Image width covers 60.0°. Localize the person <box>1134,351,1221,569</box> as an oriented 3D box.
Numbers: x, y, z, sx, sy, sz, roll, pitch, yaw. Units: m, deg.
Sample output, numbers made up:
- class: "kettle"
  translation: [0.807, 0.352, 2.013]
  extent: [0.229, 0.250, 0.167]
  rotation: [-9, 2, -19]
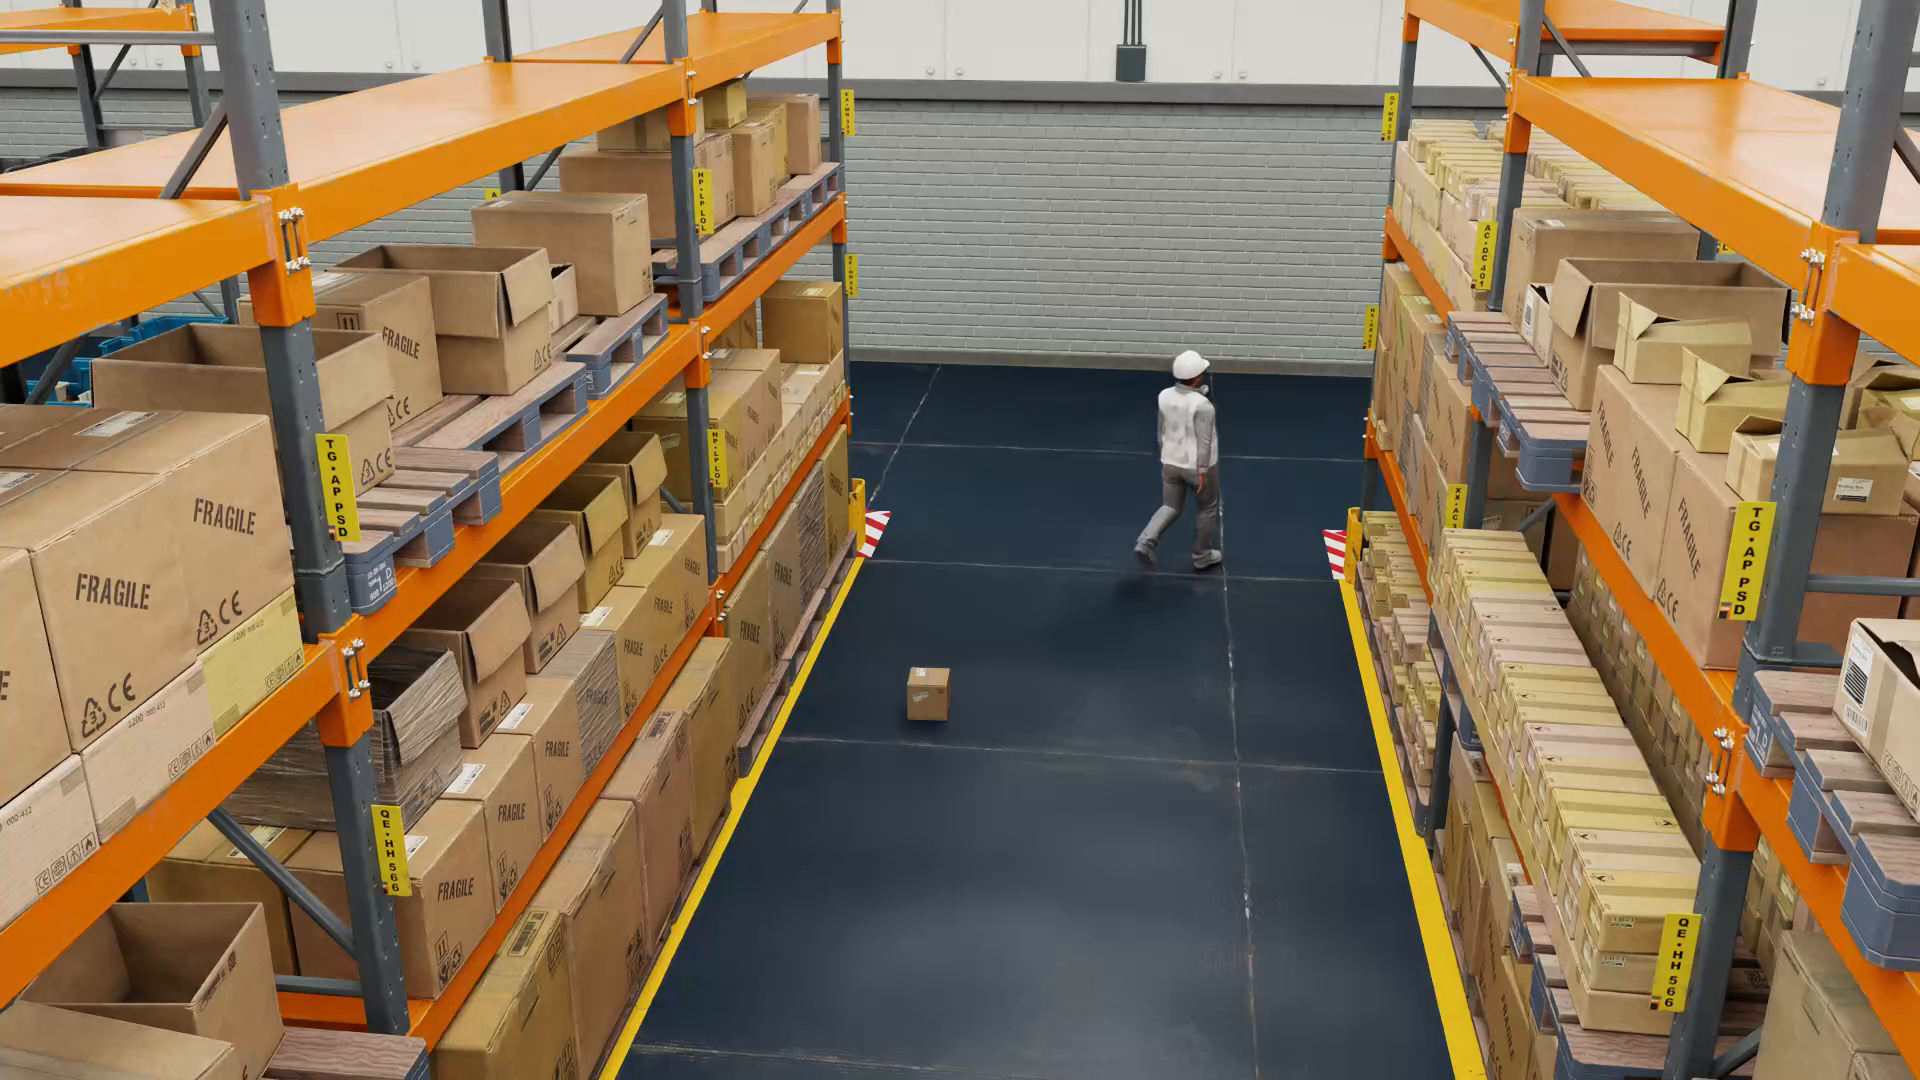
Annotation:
- class: "person"
  translation: [1.692, -0.584, 12.550]
  extent: [0.534, 1.746, 0.830]
  rotation: [19, 28, 40]
